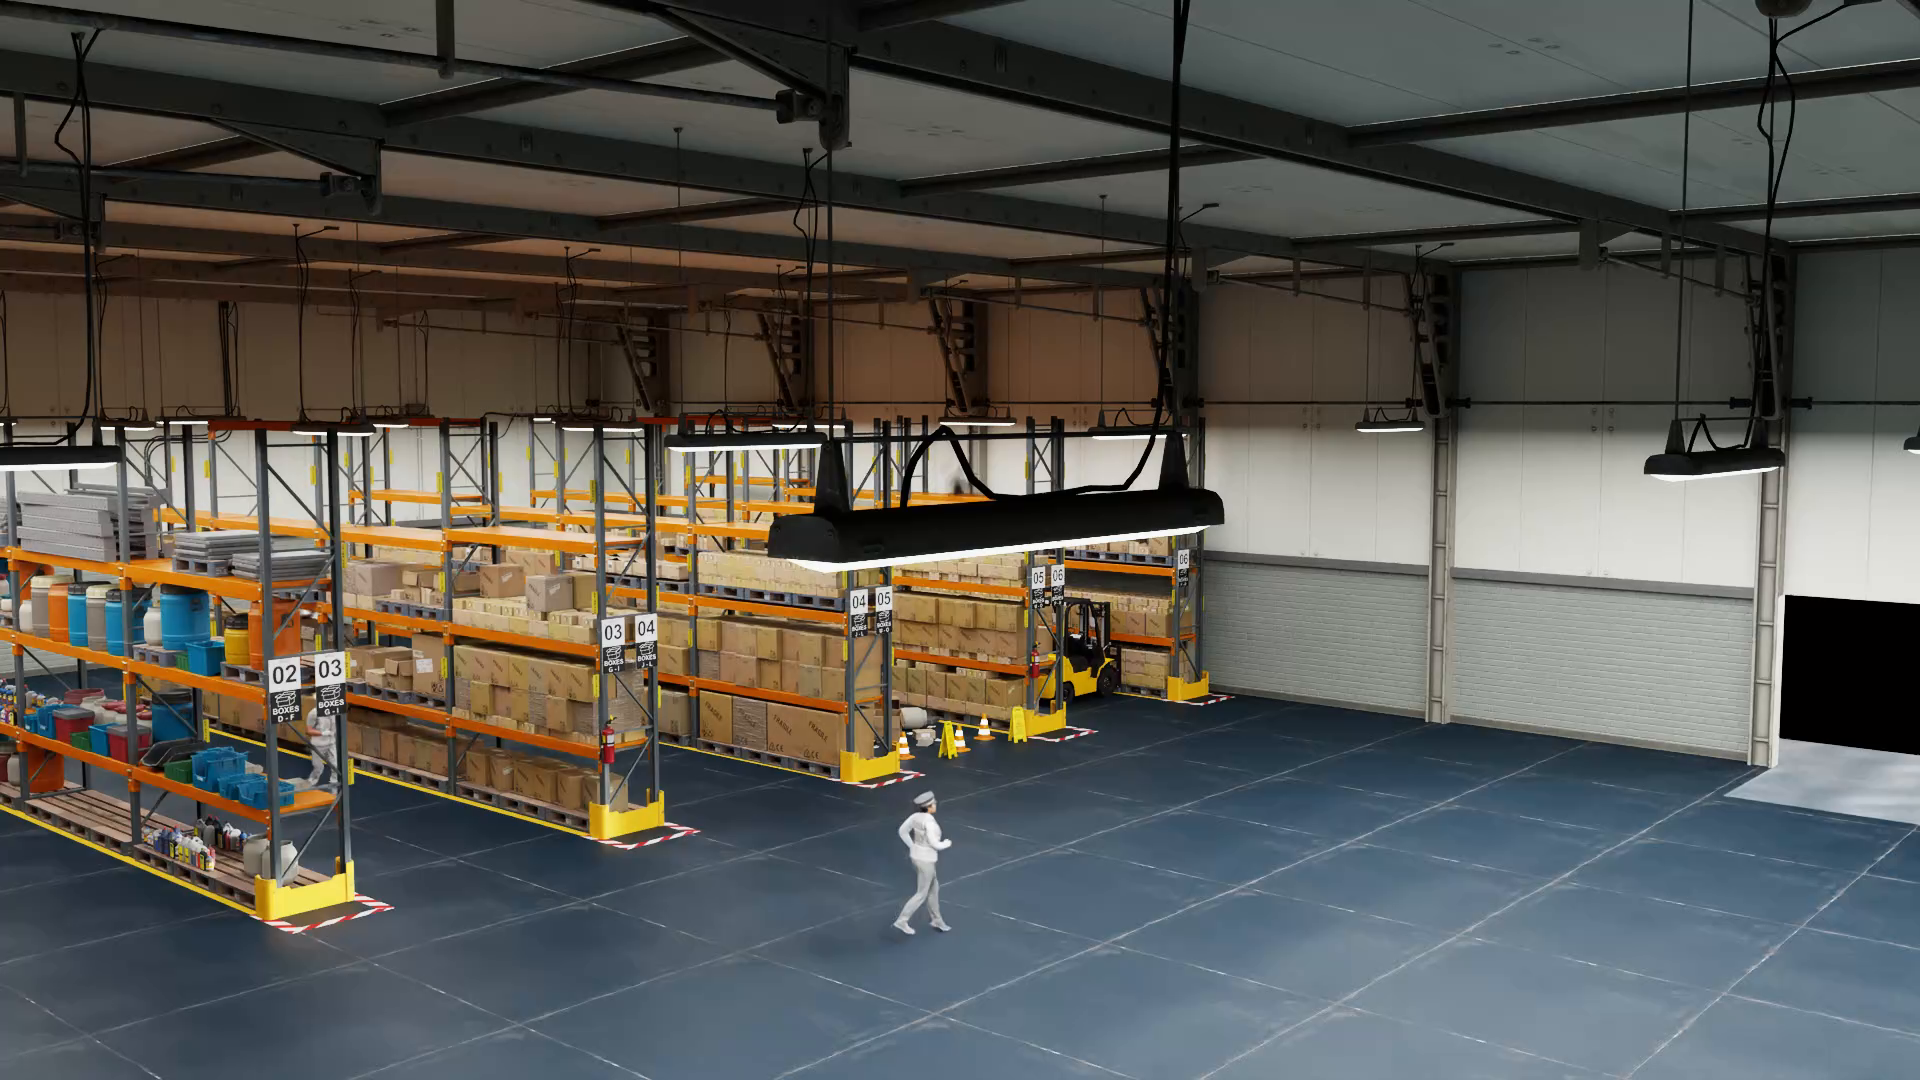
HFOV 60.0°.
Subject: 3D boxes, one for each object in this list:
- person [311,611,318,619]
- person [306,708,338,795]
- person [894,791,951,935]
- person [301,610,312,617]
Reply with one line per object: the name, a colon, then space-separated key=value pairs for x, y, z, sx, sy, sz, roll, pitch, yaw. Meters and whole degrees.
person: x=-14.873 y=2.281 z=38.130 sx=0.657 sy=1.790 sz=0.927 roll=1 pitch=5 yaw=14
person: x=-10.000 y=3.276 z=26.212 sx=0.770 sy=1.864 sz=0.680 roll=3 pitch=6 yaw=35
person: x=-0.449 y=3.850 z=19.721 sx=0.794 sy=1.744 sz=0.627 roll=-2 pitch=5 yaw=-25
person: x=-14.654 y=2.407 z=37.131 sx=0.792 sy=1.727 sz=0.710 roll=-2 pitch=5 yaw=-21
